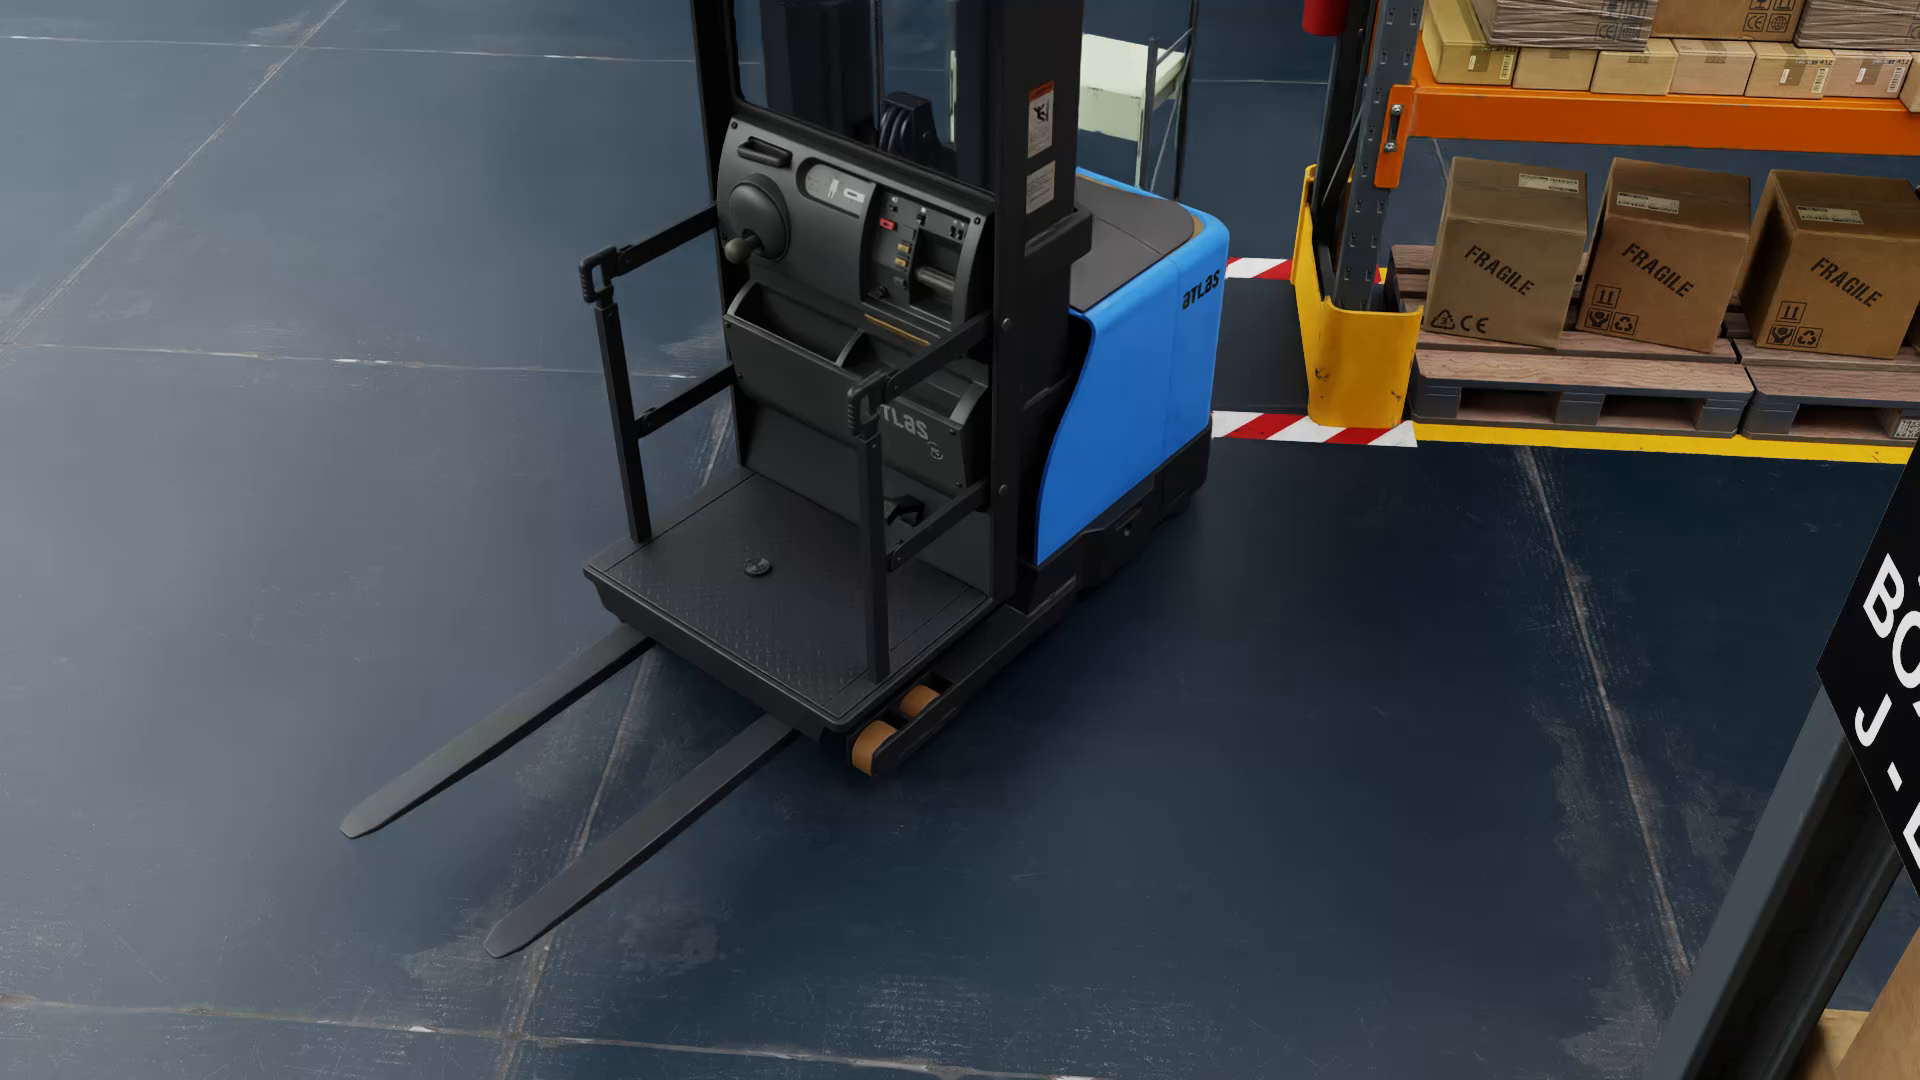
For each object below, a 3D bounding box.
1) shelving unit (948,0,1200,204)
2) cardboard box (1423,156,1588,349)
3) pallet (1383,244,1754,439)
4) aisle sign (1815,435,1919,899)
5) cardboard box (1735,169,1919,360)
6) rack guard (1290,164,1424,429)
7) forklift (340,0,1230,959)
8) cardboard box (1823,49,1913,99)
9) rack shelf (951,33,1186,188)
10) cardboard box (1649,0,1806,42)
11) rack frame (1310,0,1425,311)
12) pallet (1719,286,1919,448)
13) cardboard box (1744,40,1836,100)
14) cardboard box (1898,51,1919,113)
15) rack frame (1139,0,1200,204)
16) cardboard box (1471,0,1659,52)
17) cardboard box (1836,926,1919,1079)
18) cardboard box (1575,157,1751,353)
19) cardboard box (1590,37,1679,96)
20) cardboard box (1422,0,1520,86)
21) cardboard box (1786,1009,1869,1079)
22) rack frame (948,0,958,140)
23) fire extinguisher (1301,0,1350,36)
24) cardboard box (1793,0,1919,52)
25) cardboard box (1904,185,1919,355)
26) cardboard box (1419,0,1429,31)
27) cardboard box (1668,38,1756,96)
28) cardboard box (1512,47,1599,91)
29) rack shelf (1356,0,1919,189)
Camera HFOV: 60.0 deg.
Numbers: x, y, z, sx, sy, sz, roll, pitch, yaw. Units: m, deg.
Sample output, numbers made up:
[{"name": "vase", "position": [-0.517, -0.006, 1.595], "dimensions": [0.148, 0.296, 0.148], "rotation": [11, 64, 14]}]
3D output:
[{"name": "shelving unit", "position": [0.385, -1.247, 6.094], "dimensions": [0.755, 1.500, 0.431], "rotation": [18, 43, 21]}, {"name": "cardboard box", "position": [2.090, -1.107, 6.381], "dimensions": [0.500, 0.500, 0.500], "rotation": [10, 40, 12]}, {"name": "pallet", "position": [2.351, -0.806, 6.573], "dimensions": [1.213, 0.211, 1.003], "rotation": [3, 39, 4]}, {"name": "aisle sign", "position": [0.895, -0.045, 1.370], "dimensions": [0.004, 0.787, 0.394], "rotation": [3, 39, 4]}, {"name": "cardboard box", "position": [3.310, -1.050, 6.311], "dimensions": [0.500, 0.500, 0.500], "rotation": [7, 40, 8]}, {"name": "rack guard", "position": [1.545, -0.984, 6.563], "dimensions": [0.348, 0.500, 1.175], "rotation": [3, 39, 4]}, {"name": "forklift", "position": [-0.444, -0.797, 4.408], "dimensions": [1.130, 2.935, 3.031], "rotation": [27, 46, 29]}, {"name": "cardboard box", "position": [2.978, -1.631, 5.577], "dimensions": [0.250, 0.149, 0.380], "rotation": [3, 39, 4]}, {"name": "rack shelf", "position": [0.385, -1.550, 5.847], "dimensions": [0.720, 0.370, 0.431], "rotation": [18, 43, 21]}, {"name": "cardboard box", "position": [2.523, -2.113, 5.655], "dimensions": [0.500, 0.500, 0.875], "rotation": [3, 39, 4]}, {"name": "rack frame", "position": [1.469, -1.958, 5.779], "dimensions": [0.127, 3.000, 1.000], "rotation": [3, 39, 4]}, {"name": "pallet", "position": [3.563, -0.738, 6.489], "dimensions": [1.213, 0.211, 1.003], "rotation": [3, 39, 4]}, {"name": "cardboard box", "position": [2.727, -1.628, 5.573], "dimensions": [0.250, 0.149, 0.380], "rotation": [3, 39, 4]}, {"name": "cardboard box", "position": [3.218, -1.552, 5.480], "dimensions": [0.250, 0.149, 0.380], "rotation": [3, 39, 4]}, {"name": "rack frame", "position": [0.710, -1.140, 5.962], "dimensions": [0.023, 1.500, 0.400], "rotation": [18, 43, 21]}, {"name": "cardboard box", "position": [2.014, -2.065, 5.596], "dimensions": [0.500, 0.500, 0.875], "rotation": [3, 39, 4]}, {"name": "cardboard box", "position": [1.307, 0.723, 1.511], "dimensions": [0.550, 0.550, 0.875], "rotation": [3, 39, 4]}, {"name": "cardboard box", "position": [2.688, -1.096, 6.368], "dimensions": [0.500, 0.500, 0.500], "rotation": [13, 41, 15]}, {"name": "cardboard box", "position": [2.227, -1.646, 5.596], "dimensions": [0.250, 0.149, 0.380], "rotation": [3, 39, 4]}, {"name": "cardboard box", "position": [1.732, -1.695, 5.655], "dimensions": [0.250, 0.149, 0.380], "rotation": [3, 39, 4]}, {"name": "cardboard box", "position": [1.314, 1.089, 1.917], "dimensions": [0.550, 0.550, 0.875], "rotation": [3, 39, 4]}, {"name": "rack frame", "position": [0.061, -1.354, 6.225], "dimensions": [0.023, 1.500, 0.400], "rotation": [18, 43, 21]}, {"name": "fire extinguisher", "position": [1.395, -2.224, 6.168], "dimensions": [0.183, 0.674, 0.296], "rotation": [3, 39, 4]}, {"name": "cardboard box", "position": [3.017, -2.059, 5.588], "dimensions": [0.500, 0.500, 0.875], "rotation": [3, 39, 4]}, {"name": "cardboard box", "position": [3.862, -0.991, 6.239], "dimensions": [0.500, 0.500, 0.500], "rotation": [0, 39, 0]}, {"name": "cardboard box", "position": [1.771, -1.975, 5.999], "dimensions": [0.250, 0.149, 0.380], "rotation": [3, 39, 4]}, {"name": "cardboard box", "position": [2.478, -1.646, 5.595], "dimensions": [0.250, 0.149, 0.380], "rotation": [3, 39, 4]}, {"name": "cardboard box", "position": [1.980, -1.669, 5.624], "dimensions": [0.250, 0.149, 0.380], "rotation": [3, 39, 4]}, {"name": "rack shelf", "position": [3.461, -1.570, 5.873], "dimensions": [4.000, 0.370, 1.077], "rotation": [3, 39, 4]}]
